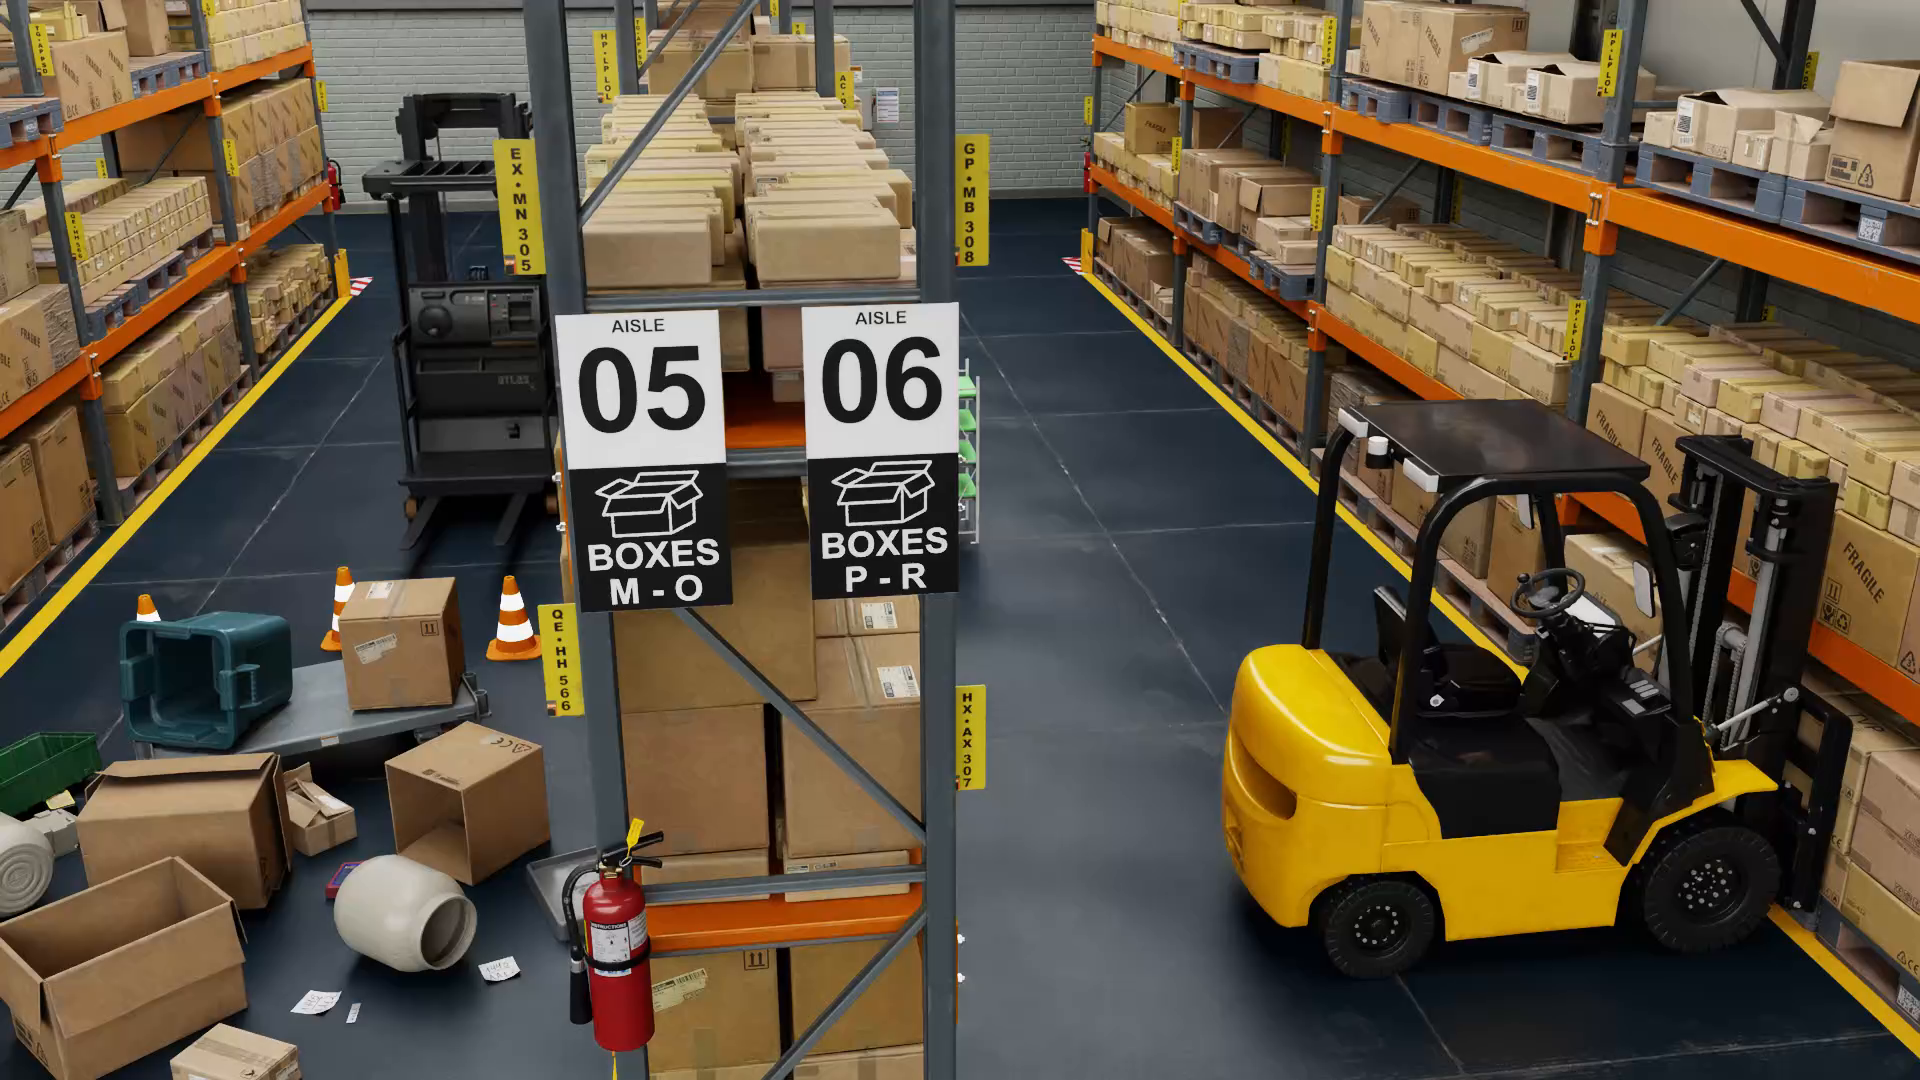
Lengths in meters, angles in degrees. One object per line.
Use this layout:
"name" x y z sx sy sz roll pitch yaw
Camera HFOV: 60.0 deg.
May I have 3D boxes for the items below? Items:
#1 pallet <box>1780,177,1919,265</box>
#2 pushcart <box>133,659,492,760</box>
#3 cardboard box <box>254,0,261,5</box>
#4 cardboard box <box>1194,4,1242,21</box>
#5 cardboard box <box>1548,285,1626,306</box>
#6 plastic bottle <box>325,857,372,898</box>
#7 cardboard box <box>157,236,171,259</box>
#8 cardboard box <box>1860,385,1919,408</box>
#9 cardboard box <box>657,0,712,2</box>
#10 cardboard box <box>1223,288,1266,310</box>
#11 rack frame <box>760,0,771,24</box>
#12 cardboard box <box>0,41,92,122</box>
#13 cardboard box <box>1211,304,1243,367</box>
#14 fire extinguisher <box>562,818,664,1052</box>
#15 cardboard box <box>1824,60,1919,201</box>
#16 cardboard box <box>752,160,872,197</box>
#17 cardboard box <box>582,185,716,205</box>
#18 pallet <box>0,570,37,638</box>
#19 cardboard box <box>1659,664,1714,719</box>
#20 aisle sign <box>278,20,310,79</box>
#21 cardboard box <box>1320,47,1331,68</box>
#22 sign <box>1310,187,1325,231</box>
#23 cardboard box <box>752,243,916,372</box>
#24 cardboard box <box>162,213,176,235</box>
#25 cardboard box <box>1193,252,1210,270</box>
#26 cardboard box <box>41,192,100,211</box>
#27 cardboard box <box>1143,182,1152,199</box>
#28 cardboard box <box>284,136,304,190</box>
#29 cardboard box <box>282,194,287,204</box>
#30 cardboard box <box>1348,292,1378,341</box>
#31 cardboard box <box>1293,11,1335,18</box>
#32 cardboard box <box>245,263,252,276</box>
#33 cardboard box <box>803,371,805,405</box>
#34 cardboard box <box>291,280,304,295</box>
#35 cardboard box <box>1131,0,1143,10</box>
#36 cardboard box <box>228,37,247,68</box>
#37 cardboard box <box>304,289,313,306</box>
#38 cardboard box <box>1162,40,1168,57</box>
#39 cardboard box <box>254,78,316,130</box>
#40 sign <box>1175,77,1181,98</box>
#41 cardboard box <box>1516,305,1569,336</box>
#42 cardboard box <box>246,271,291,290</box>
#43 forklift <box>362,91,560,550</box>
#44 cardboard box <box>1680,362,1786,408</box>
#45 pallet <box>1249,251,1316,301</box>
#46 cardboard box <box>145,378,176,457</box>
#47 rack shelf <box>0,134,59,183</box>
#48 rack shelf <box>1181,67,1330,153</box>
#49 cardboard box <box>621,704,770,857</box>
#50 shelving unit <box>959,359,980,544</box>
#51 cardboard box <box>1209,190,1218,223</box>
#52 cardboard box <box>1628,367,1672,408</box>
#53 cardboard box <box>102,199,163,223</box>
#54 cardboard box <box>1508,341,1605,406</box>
"pallet" 4.141 -1.292 6.728 1.003 0.211 1.213 -3 21 -8
"pushcart" -3.340 0.969 8.584 1.648 0.377 0.936 -11 23 -26
"cardboard box" -7.166 -5.384 16.487 0.380 0.149 0.250 -3 21 -9
"cardboard box" 2.385 -4.870 15.371 0.380 0.149 0.250 -3 21 -7
"cardboard box" 3.892 -1.484 10.332 0.380 0.149 0.250 -3 21 -8
"plastic bottle" -2.761 1.526 7.544 0.133 0.061 0.283 1 20 2
"cardboard box" -6.684 -2.378 13.555 0.380 0.149 0.250 -2 21 -5
"cardboard box" 4.318 -0.594 7.523 0.380 0.149 0.250 -3 21 -8
"cardboard box" -2.209 -4.021 13.166 0.500 0.500 0.500 -3 21 -7
"cardboard box" 2.672 -2.243 15.479 0.380 0.149 0.250 -3 21 -8
"rack frame" -2.244 -5.972 14.846 1.000 3.000 0.127 -3 21 -8
"cardboard box" -6.370 -3.156 11.448 0.500 0.500 0.500 -3 21 -8
"cardboard box" 2.668 -1.904 15.498 0.500 0.500 0.500 -4 21 -9
"fire extinguisher" -0.954 1.092 4.616 0.296 0.674 0.183 -3 21 -8
"cardboard box" 3.997 -1.661 6.699 0.797 0.503 0.637 -2 21 -6
"cardboard box" -0.484 -1.149 5.439 0.380 0.149 0.250 -3 21 -8
"cardboard box" -0.910 -0.949 4.903 0.380 0.149 0.250 -3 21 -8
"pallet" -6.340 0.512 10.043 1.003 0.211 1.213 -3 21 -8
"cardboard box" 3.720 0.745 8.049 0.500 0.250 0.500 -3 21 -8
"aisle sign" -7.418 -5.521 18.494 0.394 0.787 0.004 -3 21 -8
"cardboard box" 2.954 -3.661 12.589 0.380 0.149 0.250 -2 21 -7
"sign" 2.708 -2.503 12.590 0.100 0.325 0.005 -3 21 -8
"cardboard box" -0.323 -0.669 4.723 0.500 0.250 0.500 -3 21 -9
"cardboard box" -6.723 -2.606 13.741 0.380 0.149 0.250 -4 21 -11
"cardboard box" 2.515 -2.748 16.407 0.380 0.149 0.250 -3 21 -9
"cardboard box" -7.412 -2.804 13.845 0.380 0.149 0.250 -3 21 -8
"cardboard box" 2.175 -3.751 17.830 0.380 0.149 0.250 -3 21 -9
"cardboard box" -7.234 -3.952 17.443 0.500 0.500 0.500 -3 21 -8
"cardboard box" -7.280 -3.596 17.415 0.380 0.149 0.250 -4 21 -10
"cardboard box" 3.133 -1.618 11.976 0.500 0.250 0.500 -3 21 -9
"cardboard box" 3.074 -4.454 14.258 0.380 0.149 0.250 -2 21 -6
"cardboard box" -7.749 -2.842 17.663 0.380 0.149 0.250 -2 21 -6
"cardboard box" -0.241 -0.426 4.642 0.380 0.149 0.250 -3 21 -8
"cardboard box" -7.164 -2.646 17.564 0.380 0.149 0.250 -2 21 -5
"cardboard box" 2.130 -5.815 17.785 0.500 0.250 0.500 -2 21 -6
"cardboard box" -7.015 -4.559 15.562 0.500 0.250 0.500 -3 21 -9
"cardboard box" -7.185 -2.602 17.870 0.380 0.149 0.250 -4 21 -10
"cardboard box" 2.261 -4.989 16.859 0.380 0.149 0.250 -2 21 -6
"cardboard box" -7.393 -4.771 18.206 0.500 0.500 0.500 -3 21 -9
"sign" 2.642 -5.510 20.075 0.100 0.325 0.005 -3 21 -8
"cardboard box" 3.513 -1.277 9.779 0.380 0.149 0.250 -3 21 -8
"cardboard box" -7.173 -2.689 17.254 0.380 0.149 0.250 -3 21 -7
"forklift" -3.508 -1.643 11.927 1.130 2.935 3.031 -2 21 -6
"cardboard box" 3.681 -0.740 7.916 0.380 0.149 0.250 -2 21 -7
"pallet" 3.076 -2.170 13.513 1.213 0.211 1.003 -3 21 -8
"cardboard box" -6.477 -0.950 12.945 0.500 0.500 0.500 -3 21 -7
"rack shelf" -6.263 -1.868 9.172 1.077 0.370 4.000 -3 21 -8
"rack shelf" 2.955 -3.789 14.316 1.077 0.370 4.000 -3 21 -8
"cardboard box" -0.865 0.633 5.167 0.500 0.500 0.500 -3 21 -9
"shelving unit" -0.024 -0.619 11.660 0.258 1.200 0.503 -3 21 -8
"cardboard box" 2.488 -3.047 15.179 0.396 0.266 0.258 -2 21 -5
"cardboard box" 3.645 -0.781 8.451 0.380 0.149 0.250 -2 21 -6
"cardboard box" -6.690 -2.655 13.445 0.380 0.149 0.250 -4 21 -10
"cardboard box" 3.496 -0.965 9.512 0.500 0.250 0.500 -3 21 -9
